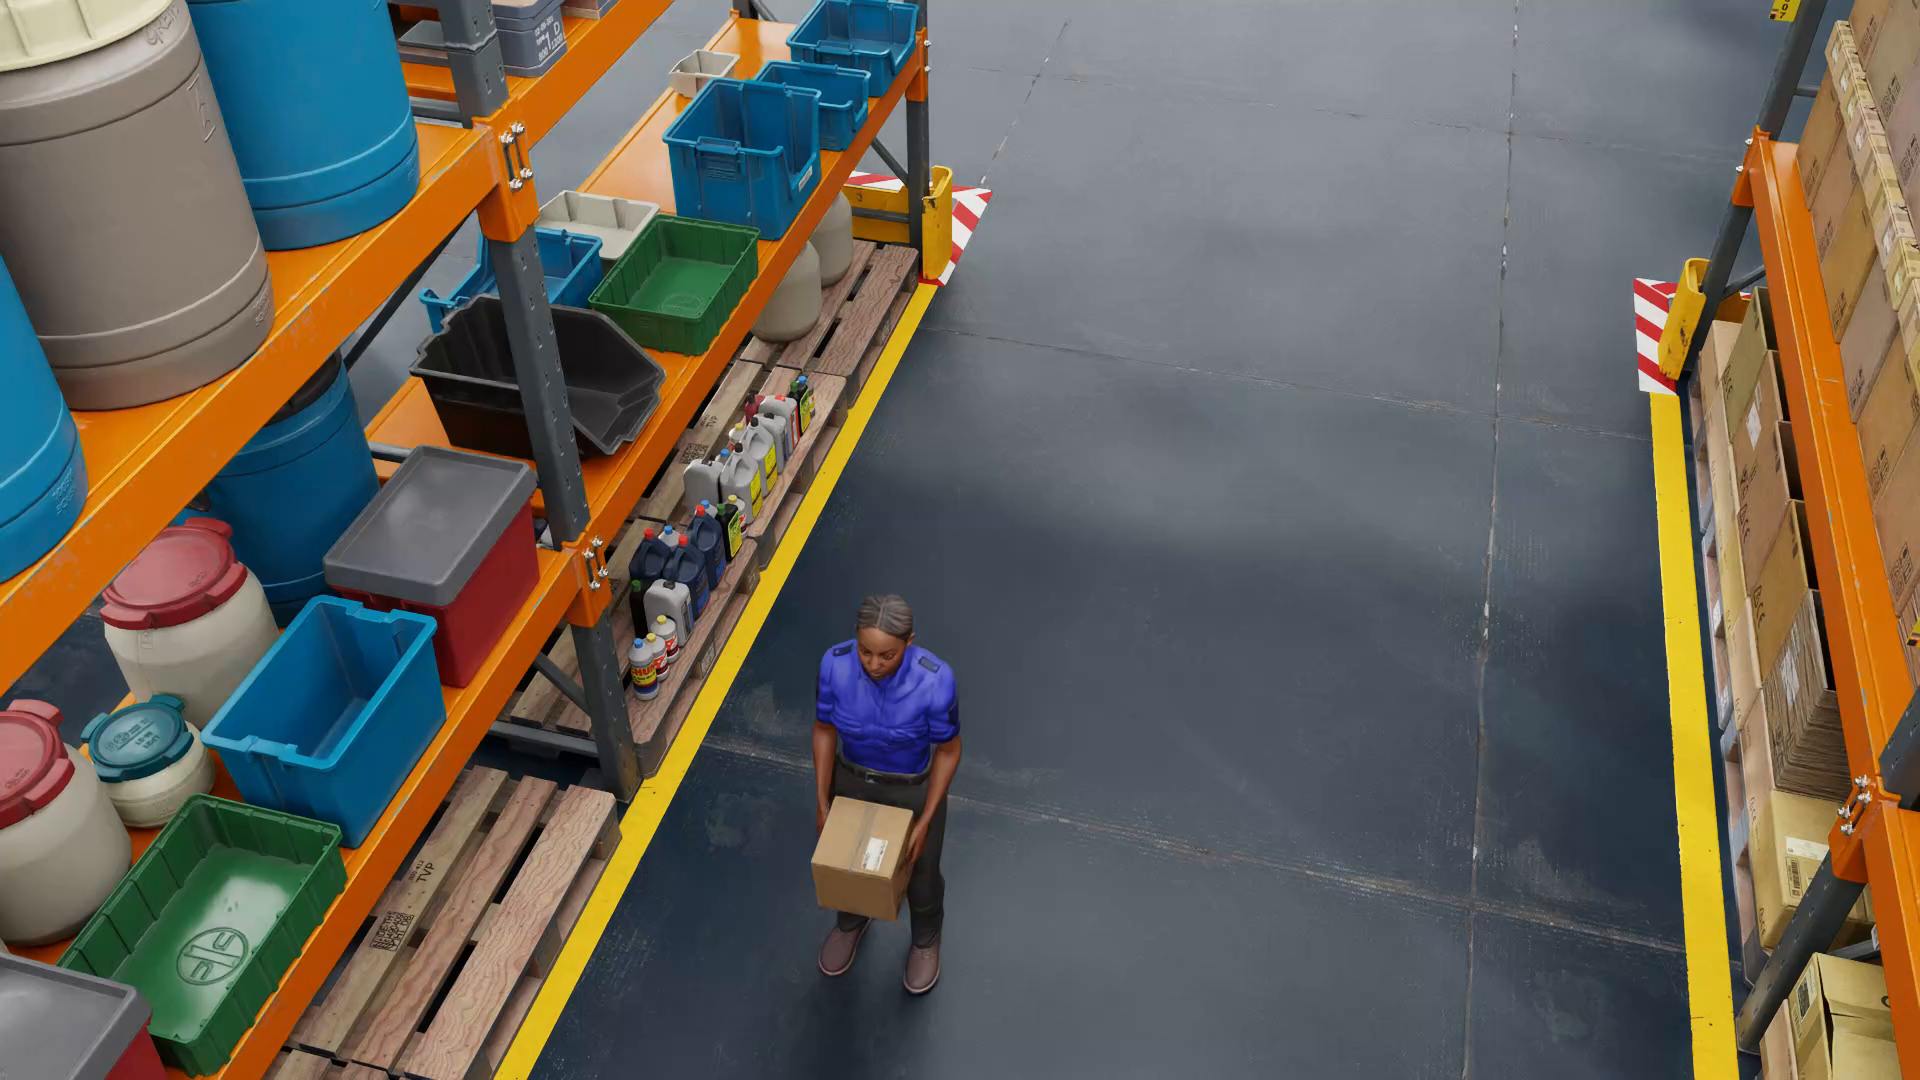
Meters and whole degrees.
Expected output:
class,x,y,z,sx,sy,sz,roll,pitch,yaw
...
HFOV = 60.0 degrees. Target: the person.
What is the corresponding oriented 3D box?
class,x,y,z,sx,sy,sz,roll,pitch,yaw
person,-0.238,0.818,5.224,0.478,1.663,0.405,9,42,11
